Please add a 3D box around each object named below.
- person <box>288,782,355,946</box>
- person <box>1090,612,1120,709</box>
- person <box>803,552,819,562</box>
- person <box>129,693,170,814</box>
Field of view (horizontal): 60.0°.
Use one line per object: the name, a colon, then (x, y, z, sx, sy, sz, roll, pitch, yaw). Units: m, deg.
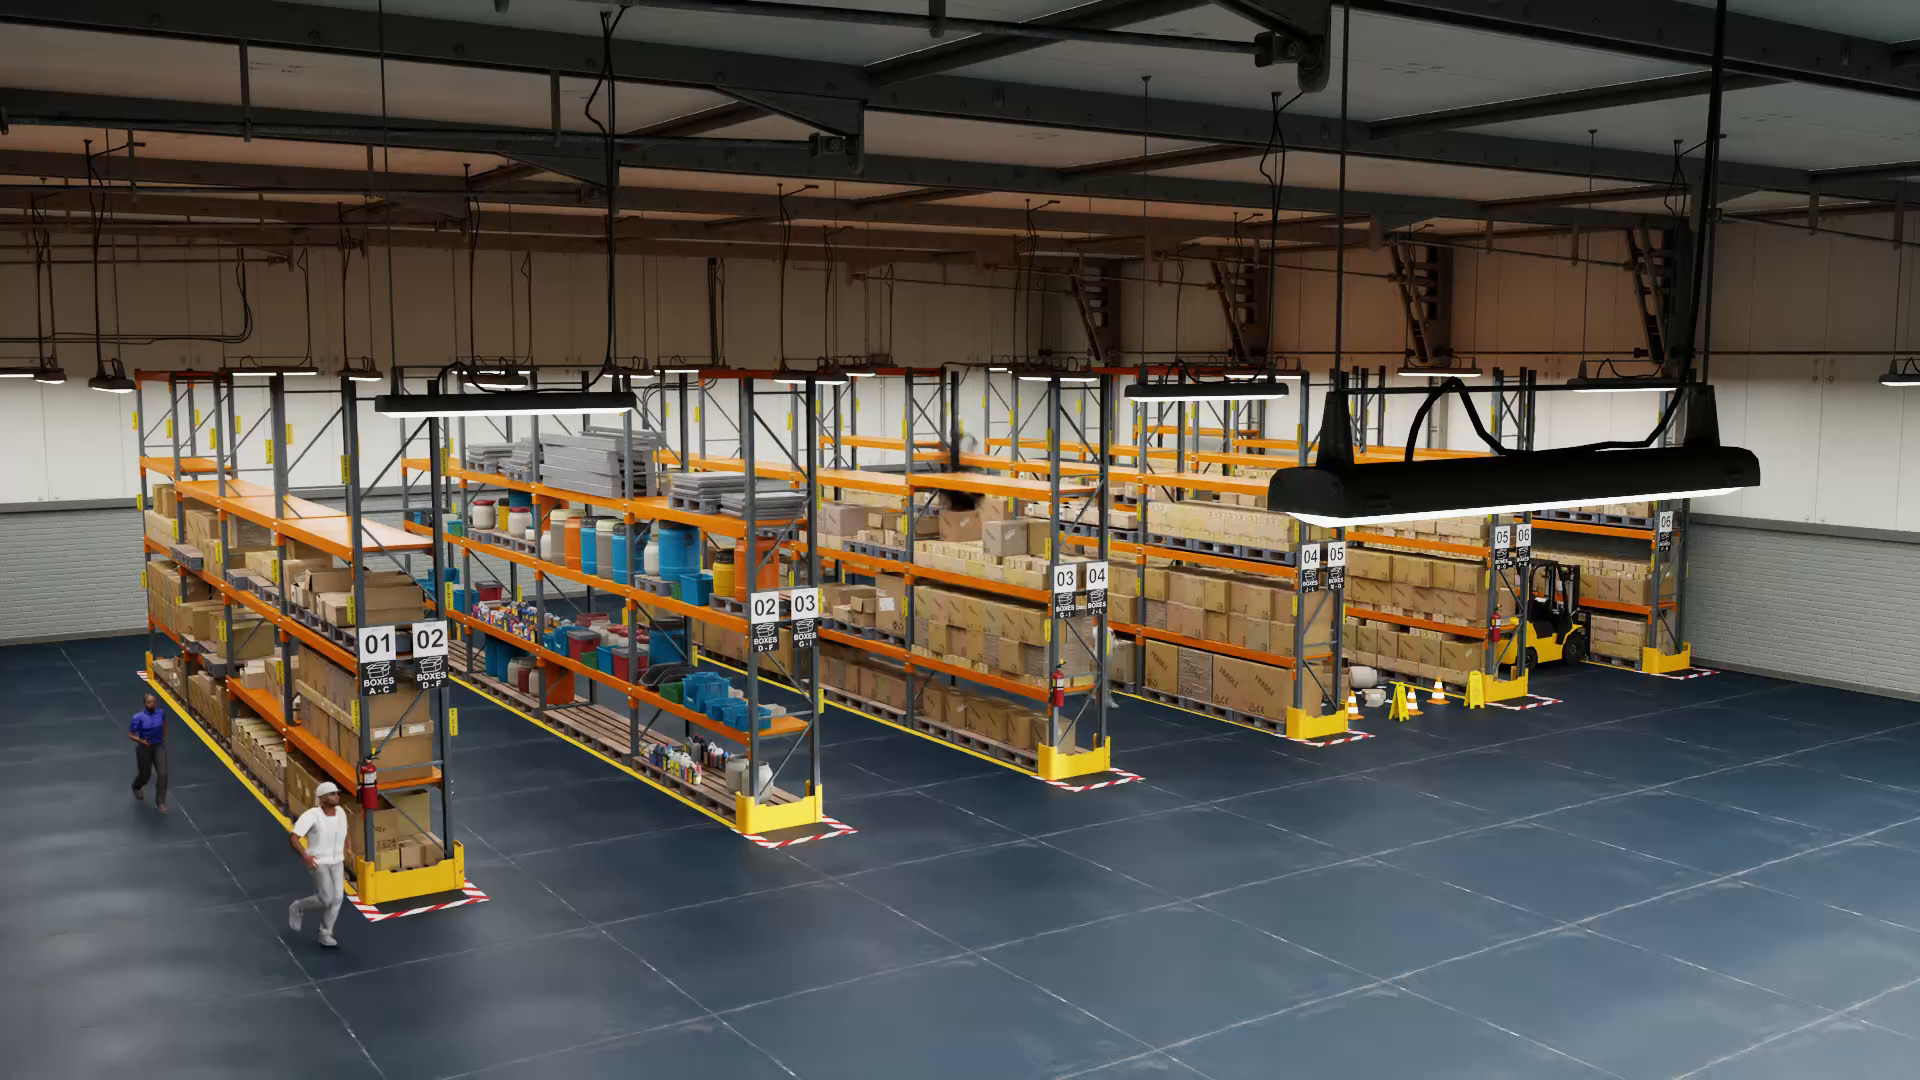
person: (-6.844, 3.464, 17.978, 0.688, 1.698, 0.749, 3, 7, 28)
person: (2.563, 2.113, 29.788, 0.611, 1.676, 0.940, -5, 8, -37)
person: (-3.735, 0.812, 41.783, 0.680, 1.637, 0.714, -4, 7, -30)
person: (-11.250, 2.924, 23.076, 0.869, 1.655, 0.563, 6, 9, 43)
